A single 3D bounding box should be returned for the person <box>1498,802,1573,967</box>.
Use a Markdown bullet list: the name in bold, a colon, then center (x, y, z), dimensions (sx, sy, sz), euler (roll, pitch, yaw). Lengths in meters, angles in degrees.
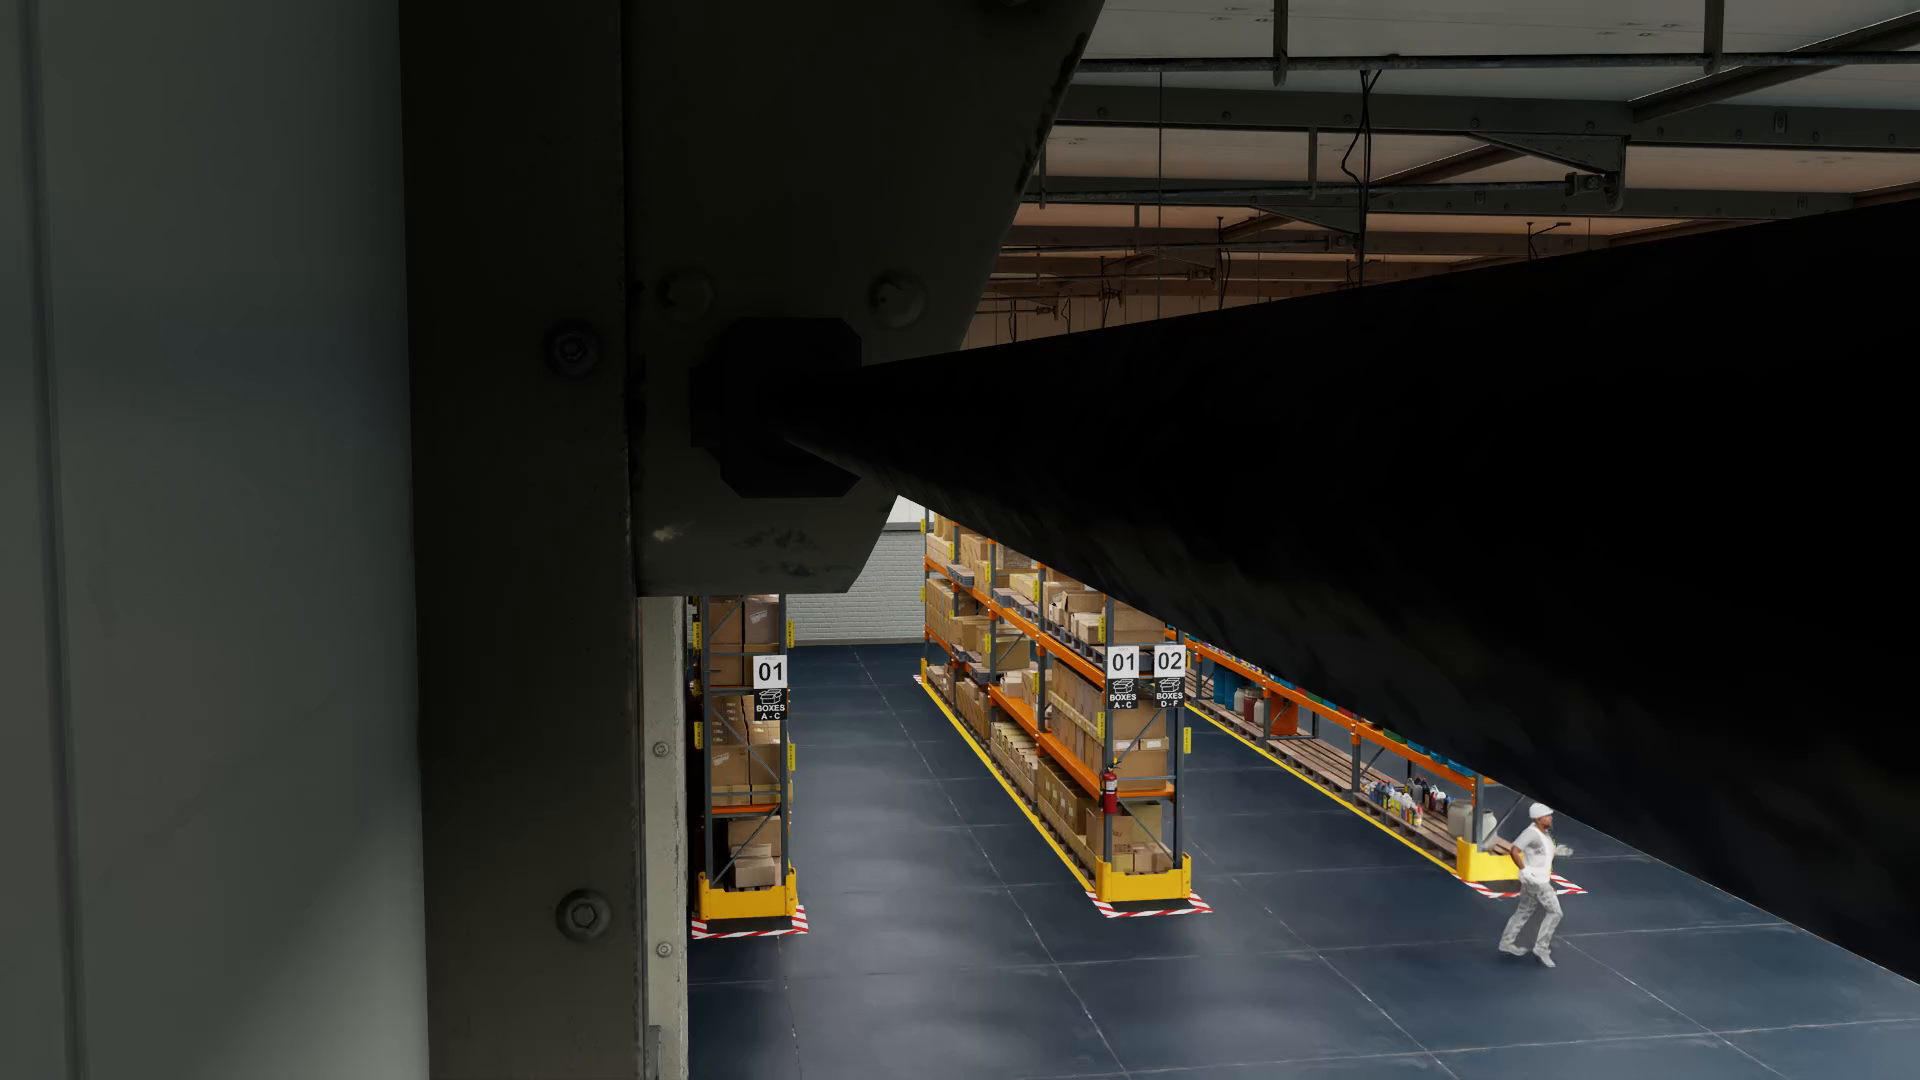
- **person**: center (6.426, 3.828, 18.545), dimensions (0.762, 1.843, 0.644), euler (1, 5, 16)
